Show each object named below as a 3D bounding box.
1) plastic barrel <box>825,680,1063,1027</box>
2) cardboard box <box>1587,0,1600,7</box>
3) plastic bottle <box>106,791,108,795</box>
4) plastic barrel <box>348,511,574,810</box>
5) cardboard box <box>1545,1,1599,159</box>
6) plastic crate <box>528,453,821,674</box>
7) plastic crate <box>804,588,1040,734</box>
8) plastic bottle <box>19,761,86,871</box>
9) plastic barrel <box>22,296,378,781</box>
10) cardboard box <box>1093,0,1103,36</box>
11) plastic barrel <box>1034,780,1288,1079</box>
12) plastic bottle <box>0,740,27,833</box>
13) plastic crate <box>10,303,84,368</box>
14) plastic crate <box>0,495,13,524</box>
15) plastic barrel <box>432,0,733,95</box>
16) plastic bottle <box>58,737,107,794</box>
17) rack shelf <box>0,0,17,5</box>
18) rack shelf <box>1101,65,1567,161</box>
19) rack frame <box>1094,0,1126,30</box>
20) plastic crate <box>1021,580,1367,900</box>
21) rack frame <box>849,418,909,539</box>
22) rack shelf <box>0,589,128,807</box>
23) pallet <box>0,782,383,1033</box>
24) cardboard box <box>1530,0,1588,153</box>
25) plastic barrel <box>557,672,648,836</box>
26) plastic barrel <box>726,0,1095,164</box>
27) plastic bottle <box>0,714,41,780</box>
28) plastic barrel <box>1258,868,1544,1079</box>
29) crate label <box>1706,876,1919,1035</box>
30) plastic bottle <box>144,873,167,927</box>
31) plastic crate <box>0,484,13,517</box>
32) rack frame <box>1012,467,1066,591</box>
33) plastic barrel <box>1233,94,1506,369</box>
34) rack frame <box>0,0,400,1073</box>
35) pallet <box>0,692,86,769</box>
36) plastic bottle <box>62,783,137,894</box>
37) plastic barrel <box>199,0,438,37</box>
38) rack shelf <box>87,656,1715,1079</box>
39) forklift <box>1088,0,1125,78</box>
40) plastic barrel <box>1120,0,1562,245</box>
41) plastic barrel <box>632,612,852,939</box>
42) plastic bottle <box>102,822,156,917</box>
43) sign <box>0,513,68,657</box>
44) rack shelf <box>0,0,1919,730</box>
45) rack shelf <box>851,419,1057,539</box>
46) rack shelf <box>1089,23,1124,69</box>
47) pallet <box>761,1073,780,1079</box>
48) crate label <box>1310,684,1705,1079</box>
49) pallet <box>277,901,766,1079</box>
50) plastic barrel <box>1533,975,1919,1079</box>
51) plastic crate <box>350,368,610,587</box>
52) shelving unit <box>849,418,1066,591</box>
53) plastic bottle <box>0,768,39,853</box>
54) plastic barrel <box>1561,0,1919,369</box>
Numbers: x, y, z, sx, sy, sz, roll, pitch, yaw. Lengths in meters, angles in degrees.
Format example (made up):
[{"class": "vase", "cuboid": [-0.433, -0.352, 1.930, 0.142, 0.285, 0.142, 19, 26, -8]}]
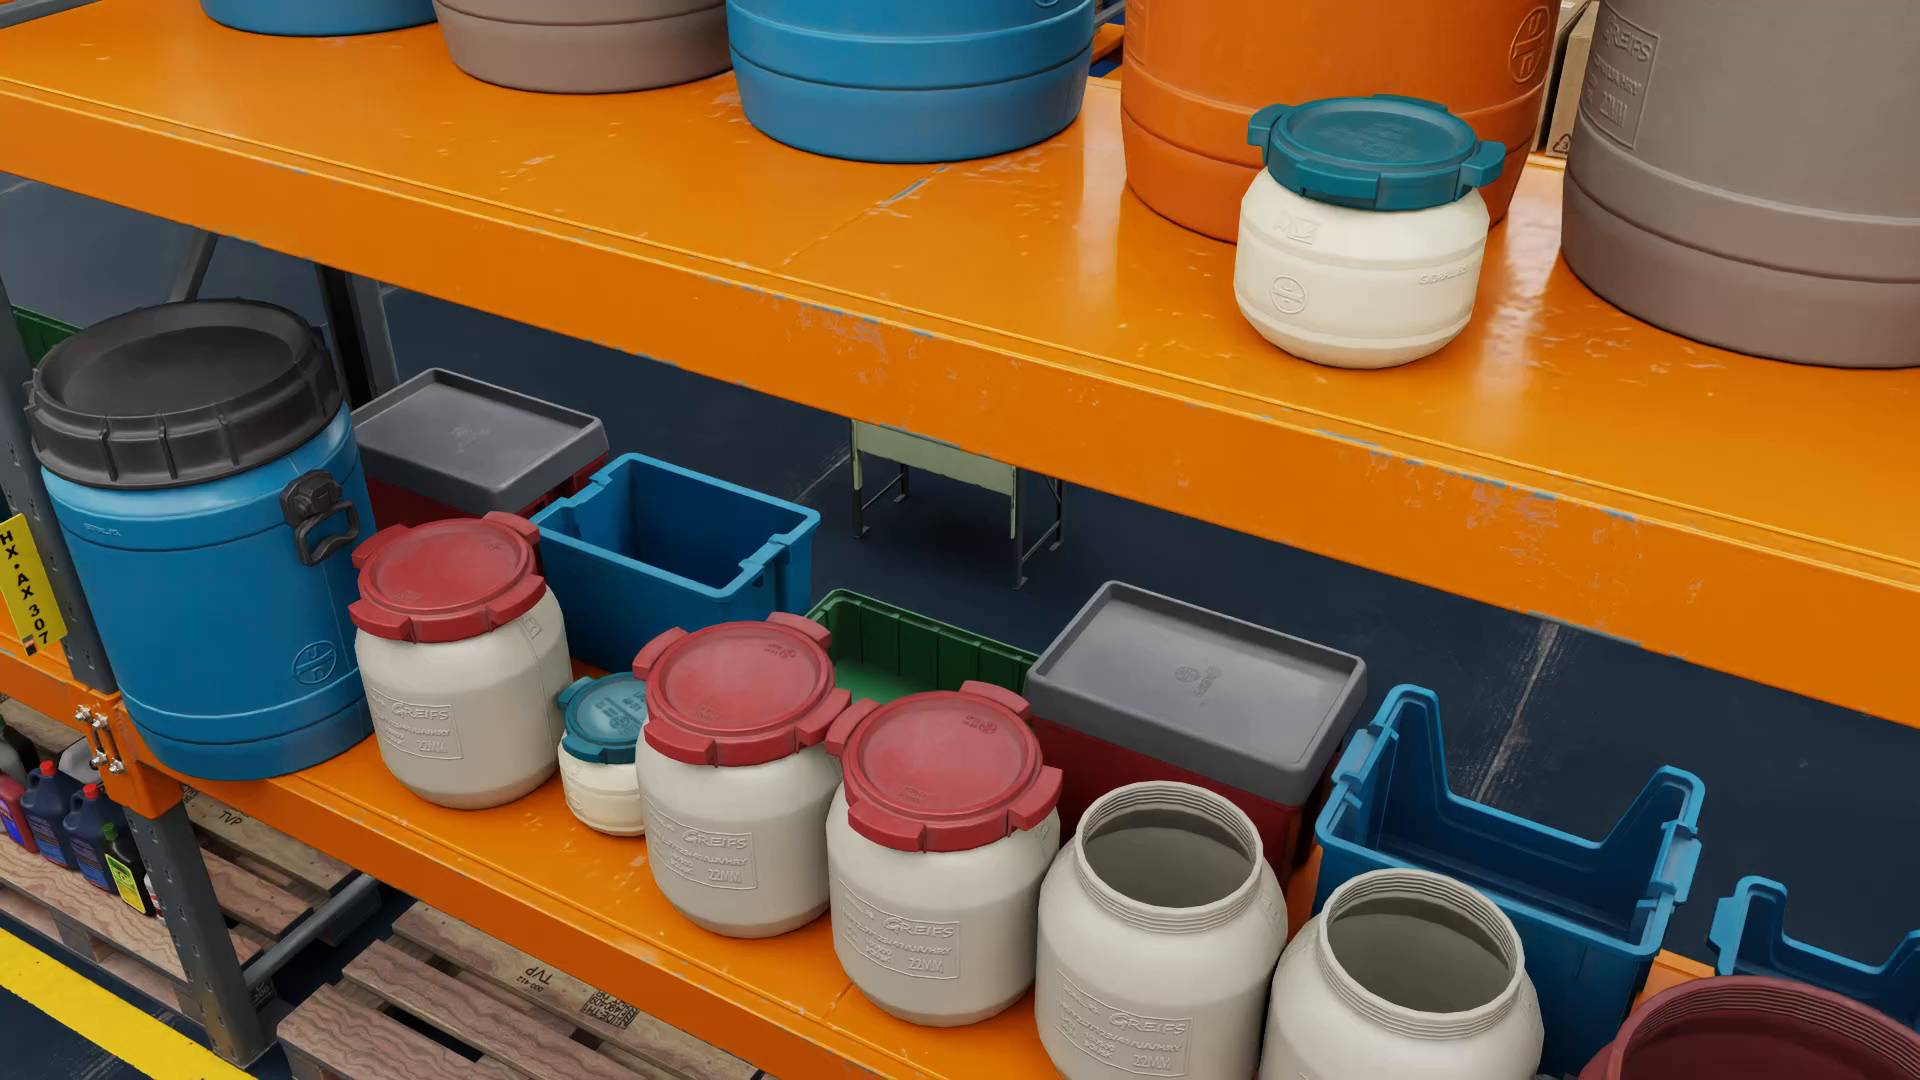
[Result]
[{"class": "plastic barrel", "cuboid": [-0.030, 0.587, 3.039, 0.433, 0.535, 0.433, 0, 34, 0]}, {"class": "cardboard box", "cuboid": [4.272, -3.643, 11.373, 0.500, 0.500, 0.700, 17, 37, 23]}, {"class": "plastic bottle", "cuboid": [-2.396, 0.766, 4.886, 0.185, 0.351, 0.144, 18, 37, 24]}, {"class": "plastic barrel", "cuboid": [-1.043, 0.267, 3.521, 0.433, 0.535, 0.433, 0, 34, 0]}, {"class": "cardboard box", "cuboid": [2.704, -1.823, 6.692, 0.500, 0.500, 0.500, 16, 37, 22]}, {"class": "plastic crate", "cuboid": [-0.653, 0.115, 3.886, 0.575, 0.384, 0.392, 18, 37, 24]}, {"class": "plastic crate", "cuboid": [-0.113, 0.386, 3.656, 0.662, 0.188, 0.450, 18, 37, 24]}, {"class": "plastic bottle", "cuboid": [-2.634, 0.783, 4.861, 0.185, 0.351, 0.144, 16, 37, 22]}, {"class": "plastic barrel", "cuboid": [-1.580, -0.002, 3.595, 0.708, 0.901, 0.600, 18, 37, 24]}, {"class": "cardboard box", "cuboid": [0.308, -2.589, 7.841, 0.500, 0.500, 0.700, 17, 37, 23]}, {"class": "plastic barrel", "cuboid": [0.343, 0.712, 2.874, 0.421, 0.512, 0.421, 0, 34, 0]}, {"class": "plastic bottle", "cuboid": [-2.914, 0.694, 4.995, 0.185, 0.351, 0.144, 17, 37, 24]}, {"class": "plastic crate", "cuboid": [-2.803, -0.466, 4.935, 0.662, 0.188, 0.450, 18, 37, 24]}, {"class": "plastic crate", "cuboid": [-2.860, -0.157, 4.414, 0.616, 0.251, 0.499, 18, 37, 24]}, {"class": "plastic barrel", "cuboid": [-0.648, -1.287, 2.818, 0.600, 0.901, 0.600, 0, 34, 0]}, {"class": "plastic bottle", "cuboid": [-2.582, 0.736, 4.999, 0.135, 0.276, 0.152, 18, 37, 24]}, {"class": "rack shelf", "cuboid": [-3.501, -1.545, 4.306, 4.000, 0.370, 1.077, 18, 37, 24]}, {"class": "rack shelf", "cuboid": [2.433, -1.579, 7.063, 4.000, 0.370, 1.077, 18, 37, 24]}, {"class": "rack frame", "cuboid": [0.696, -2.428, 7.690, 0.127, 3.000, 1.000, 18, 37, 24]}, {"class": "plastic crate", "cuboid": [0.457, 0.436, 3.331, 0.583, 0.464, 0.402, 18, 37, 24]}, {"class": "rack frame", "cuboid": [-0.324, -0.727, 6.488, 0.023, 1.500, 0.400, 18, 37, 24]}, {"class": "rack shelf", "cuboid": [-3.501, -0.296, 5.137, 4.000, 0.370, 1.077, 18, 37, 24]}, {"class": "pallet", "cuboid": [-2.327, 0.910, 5.192, 1.213, 0.211, 1.003, 18, 37, 24]}, {"class": "cardboard box", "cuboid": [2.247, -1.968, 6.909, 0.500, 0.500, 0.500, 18, 38, 24]}, {"class": "plastic barrel", "cuboid": [-0.692, 0.450, 3.493, 0.301, 0.262, 0.301, 0, 34, 0]}, {"class": "plastic barrel", "cuboid": [-0.080, -1.108, 2.548, 0.708, 0.901, 0.600, 18, 37, 24]}, {"class": "plastic bottle", "cuboid": [-2.886, 0.666, 5.098, 0.133, 0.283, 0.061, 18, 37, 24]}, {"class": "plastic barrel", "cuboid": [0.709, 0.828, 2.700, 0.421, 0.512, 0.421, 0, 34, 0]}, {"class": "crate label", "cuboid": [1.528, 0.828, 2.951, 0.416, 0.233, 0.303, 18, 37, 24]}, {"class": "plastic bottle", "cuboid": [-2.234, 0.986, 4.690, 0.097, 0.201, 0.097, 0, 34, 0]}, {"class": "plastic crate", "cuboid": [-2.156, -0.225, 4.437, 0.504, 0.338, 0.767, 18, 37, 24]}, {"class": "rack frame", "cuboid": [0.312, -0.525, 6.186, 0.023, 1.500, 0.400, 18, 37, 24]}, {"class": "plastic barrel", "cuboid": [0.488, -0.374, 2.024, 0.301, 0.262, 0.301, 0, 34, 0]}, {"class": "rack frame", "cuboid": [-1.765, -0.046, 4.112, 0.127, 3.000, 1.000, 18, 37, 24]}, {"class": "pallet", "cuboid": [-3.391, 0.575, 5.695, 1.213, 0.211, 1.003, 18, 37, 24]}, {"class": "plastic bottle", "cuboid": [-2.467, 0.836, 4.782, 0.185, 0.351, 0.144, 17, 37, 23]}, {"class": "plastic barrel", "cuboid": [-1.216, -1.467, 3.089, 0.708, 0.901, 0.600, 18, 37, 24]}, {"class": "rack shelf", "cuboid": [-0.028, 0.804, 3.485, 4.000, 0.370, 1.077, 18, 37, 24]}, {"class": "forklift", "cuboid": [2.160, -3.595, 9.505, 3.031, 2.935, 1.130, 15, 37, 22]}, {"class": "plastic barrel", "cuboid": [0.535, -0.883, 2.276, 0.708, 0.830, 0.600, 18, 37, 24]}, {"class": "plastic barrel", "cuboid": [-0.406, 0.468, 3.218, 0.433, 0.535, 0.433, 0, 34, 0]}, {"class": "plastic bottle", "cuboid": [-2.346, 0.928, 4.703, 0.133, 0.283, 0.061, 20, 38, 27]}, {"class": "sign", "cuboid": [-2.047, 0.101, 3.642, 0.005, 0.325, 0.100, 18, 37, 24]}, {"class": "rack shelf", "cuboid": [-0.028, -0.445, 2.654, 4.000, 0.370, 1.077, 18, 37, 24]}, {"class": "rack shelf", "cuboid": [-0.006, -0.355, 6.518, 0.720, 0.370, 0.431, 18, 37, 24]}, {"class": "rack shelf", "cuboid": [-1.040, -2.679, 8.715, 4.000, 0.370, 1.077, 18, 37, 24]}, {"class": "pallet", "cuboid": [0.000, 1.647, 4.086, 1.213, 0.211, 1.003, 18, 37, 24]}, {"class": "crate label", "cuboid": [0.980, 0.636, 3.056, 0.616, 0.435, 0.502, 18, 37, 24]}, {"class": "pallet", "cuboid": [-1.064, 1.312, 4.589, 1.213, 0.211, 1.003, 18, 37, 24]}, {"class": "plastic barrel", "cuboid": [1.155, 1.016, 2.395, 0.708, 0.536, 0.600, 18, 37, 24]}, {"class": "plastic crate", "cuboid": [-1.193, -0.086, 4.115, 0.583, 0.464, 0.402, 18, 37, 24]}, {"class": "shelving unit", "cuboid": [-0.006, -0.626, 6.337, 0.755, 1.500, 0.431, 18, 37, 24]}, {"class": "plastic bottle", "cuboid": [-2.796, 0.786, 4.917, 0.133, 0.283, 0.061, 20, 39, 27]}, {"class": "plastic barrel", "cuboid": [1.103, -0.733, 1.986, 0.600, 0.901, 0.600, 0, 34, 0]}]
